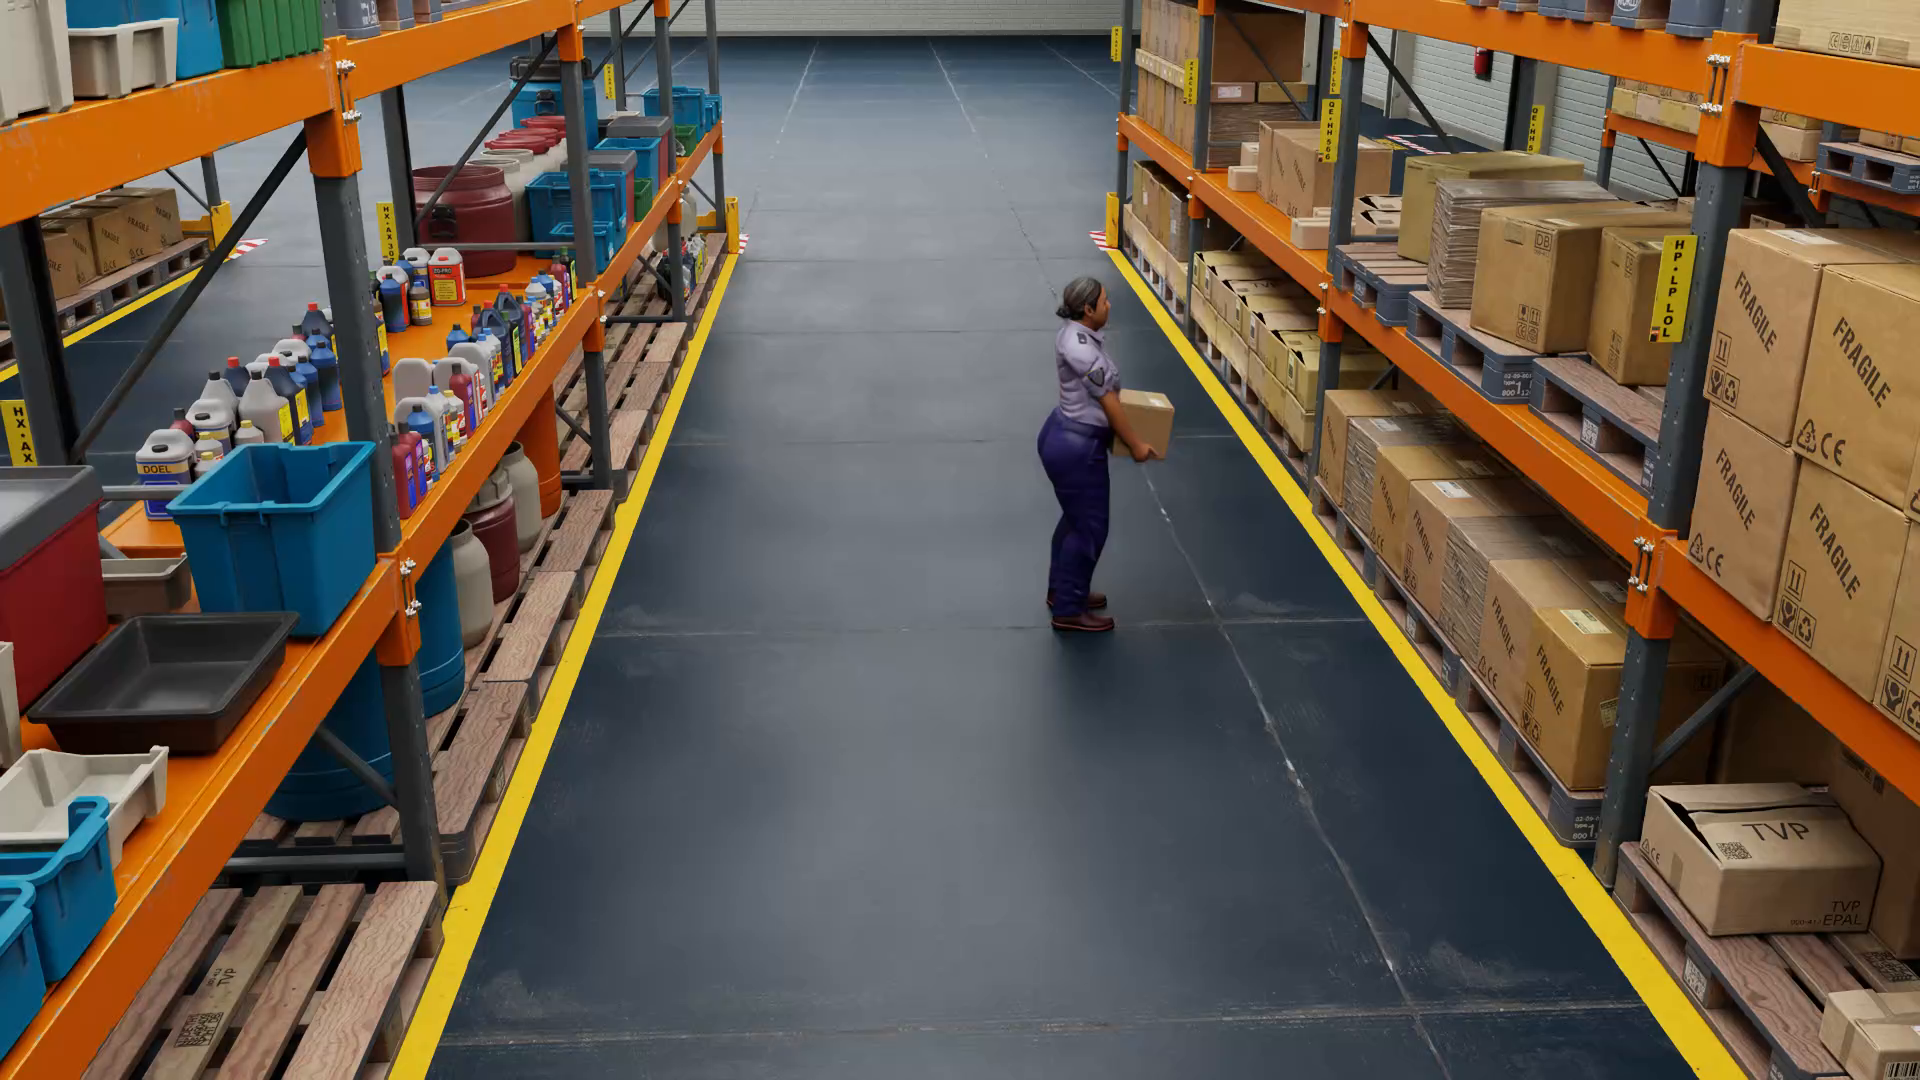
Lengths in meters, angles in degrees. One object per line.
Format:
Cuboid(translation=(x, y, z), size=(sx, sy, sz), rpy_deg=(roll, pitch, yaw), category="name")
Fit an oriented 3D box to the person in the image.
Cuboid(translation=(0.630, -0.406, 7.698), size=(0.529, 1.647, 0.435), rpy_deg=(-1, 21, -4), category="person")
